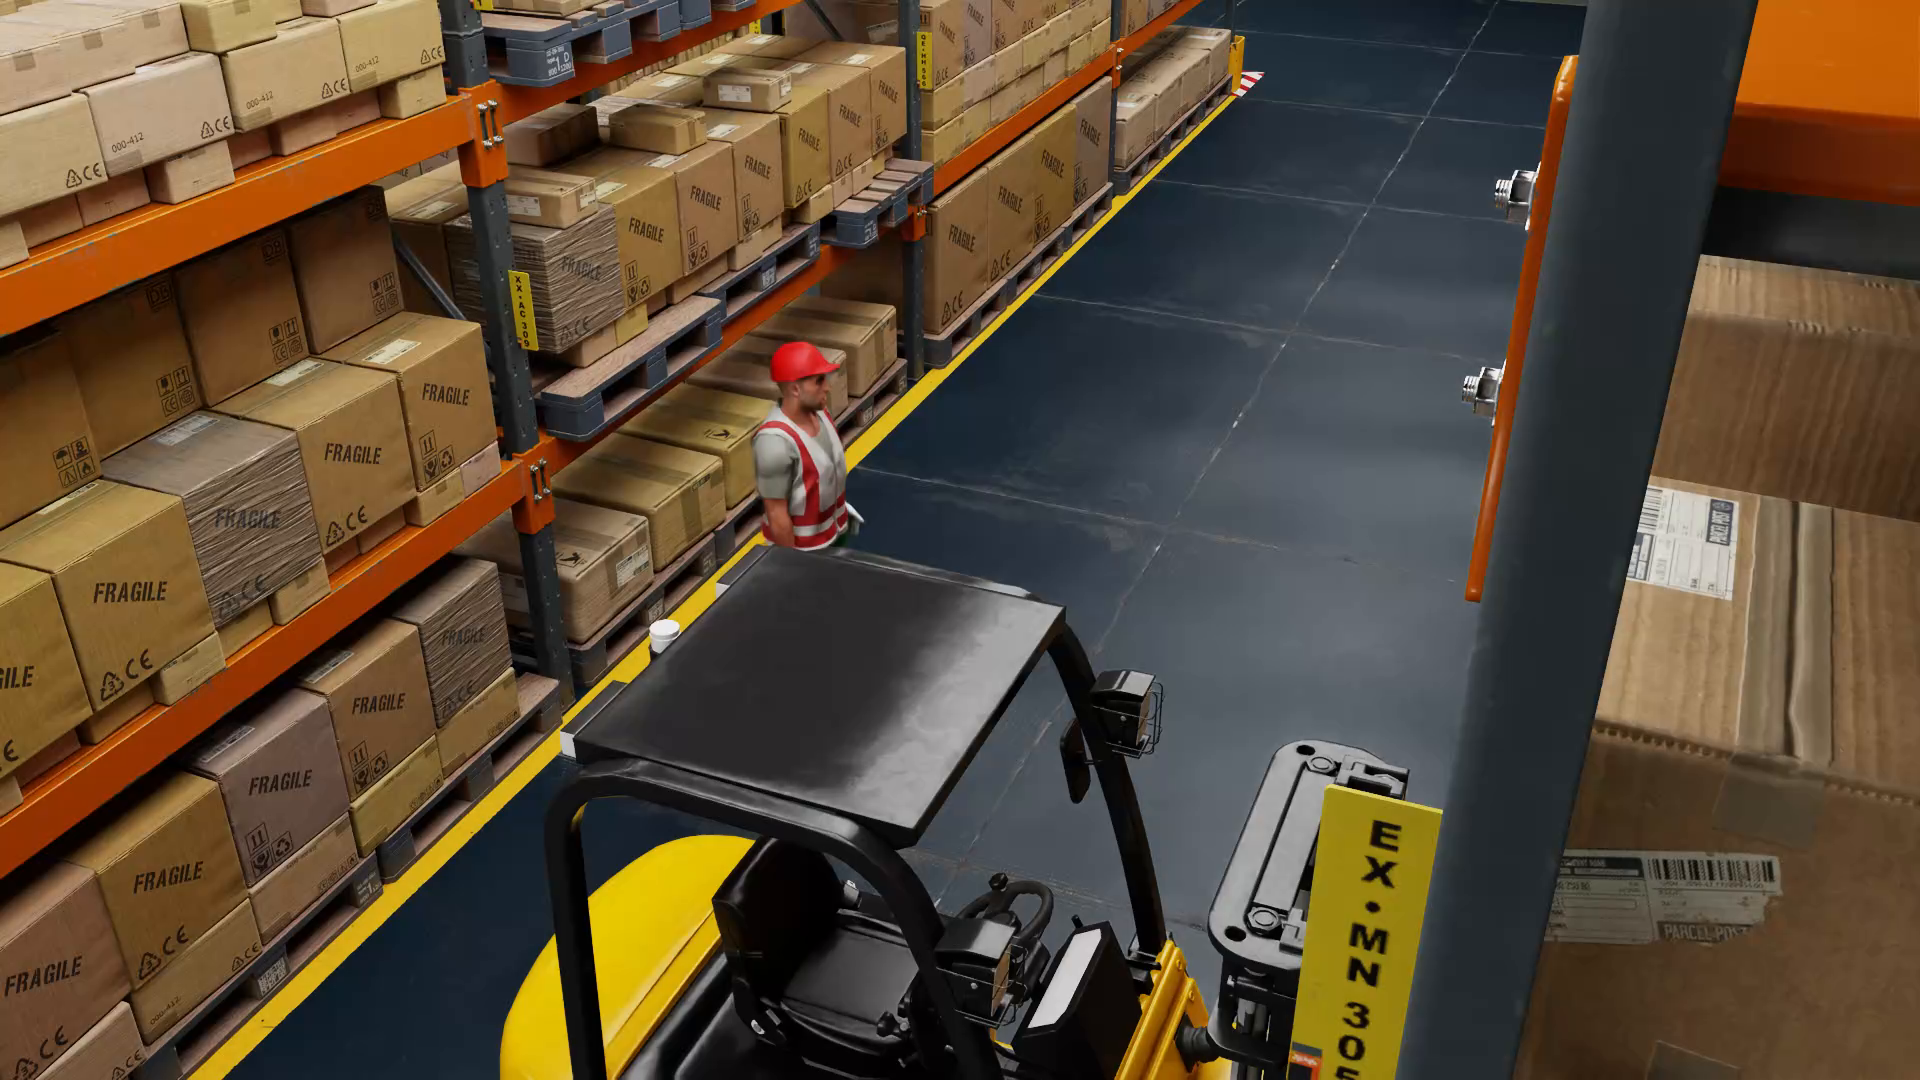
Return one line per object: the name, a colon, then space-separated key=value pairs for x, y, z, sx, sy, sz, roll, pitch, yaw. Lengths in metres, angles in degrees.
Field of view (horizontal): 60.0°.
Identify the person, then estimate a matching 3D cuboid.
person: x=-0.633 y=-0.009 z=7.056 sx=0.420 sy=1.788 sz=0.661 roll=12 pitch=32 yaw=20
